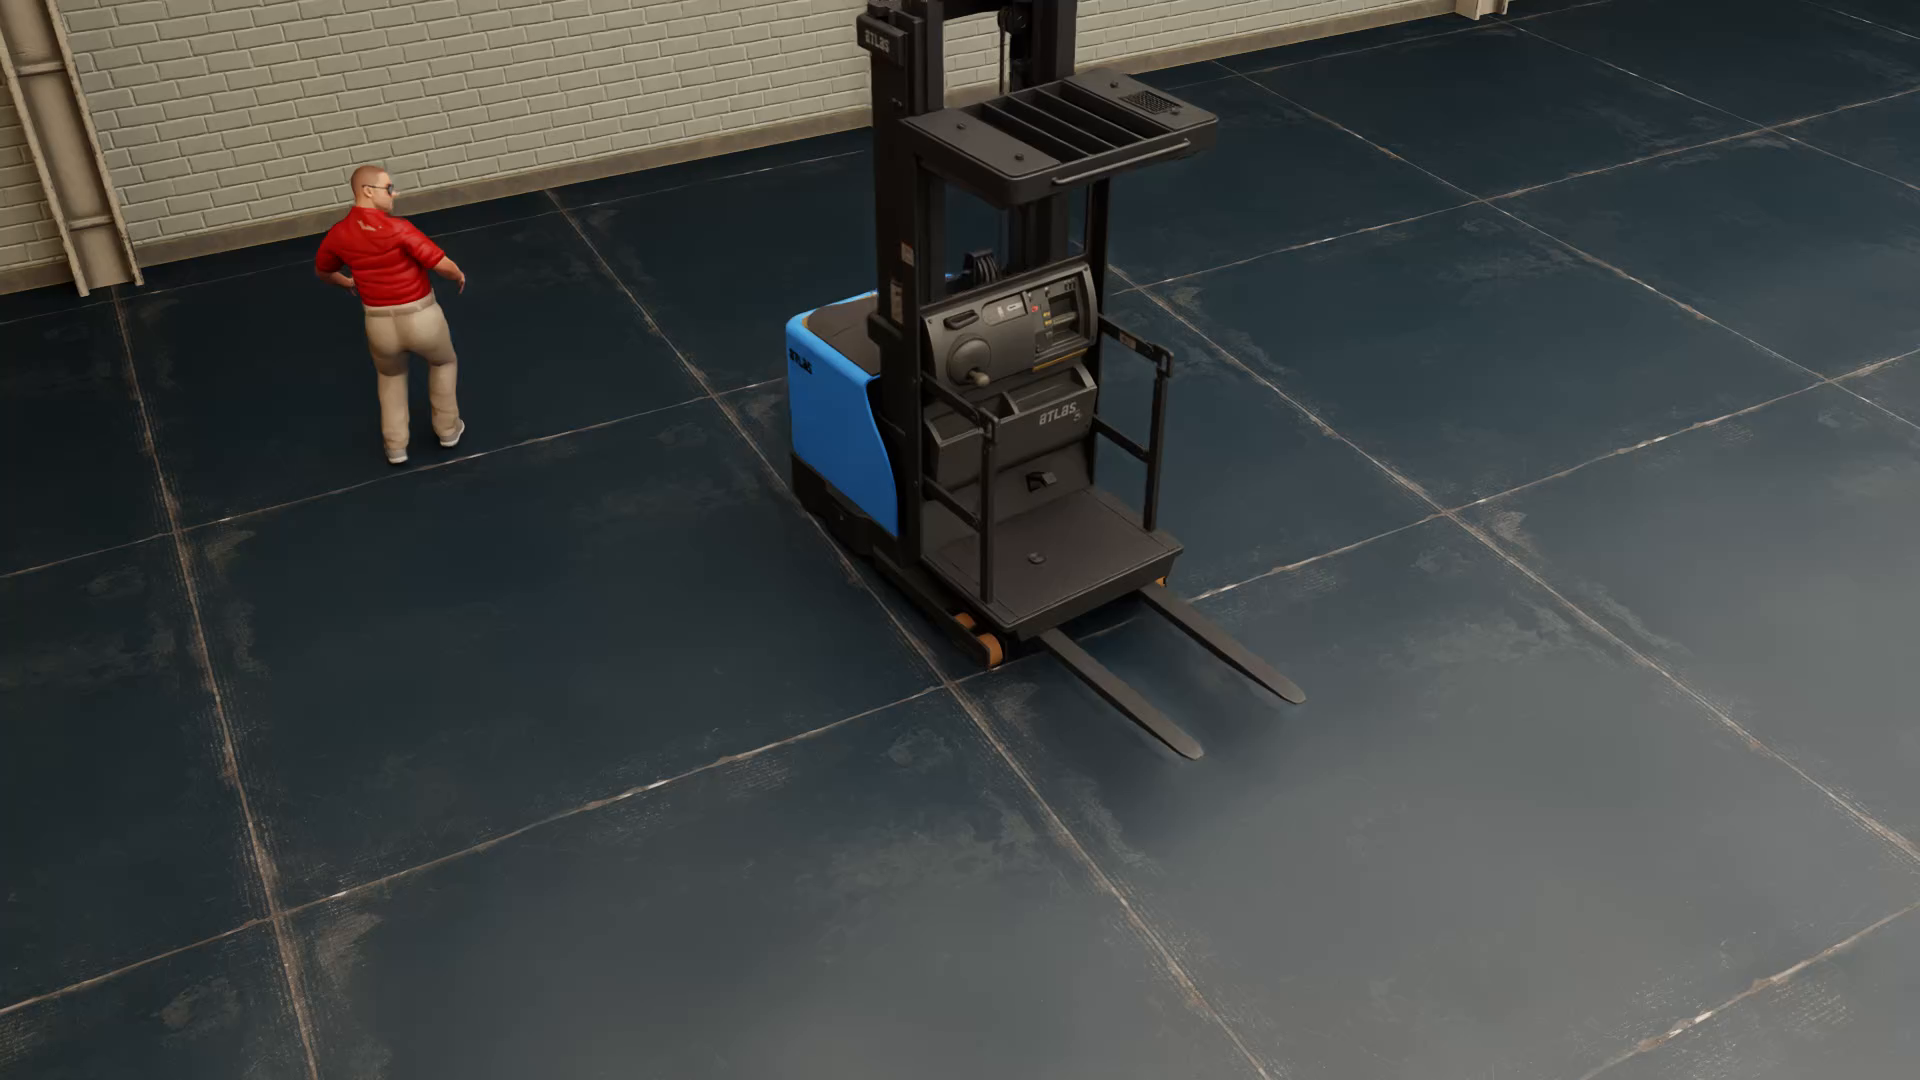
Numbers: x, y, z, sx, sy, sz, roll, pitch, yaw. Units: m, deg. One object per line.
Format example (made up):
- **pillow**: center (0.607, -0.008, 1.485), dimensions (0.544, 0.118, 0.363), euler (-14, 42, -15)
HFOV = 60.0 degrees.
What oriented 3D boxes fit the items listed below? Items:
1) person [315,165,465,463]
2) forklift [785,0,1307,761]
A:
- **person**: center (-3.026, -1.224, 8.983), dimensions (0.775, 1.684, 0.604), euler (0, 35, -1)
- **forklift**: center (0.367, -0.913, 7.415), dimensions (1.130, 2.935, 3.031), euler (-23, 41, -29)
